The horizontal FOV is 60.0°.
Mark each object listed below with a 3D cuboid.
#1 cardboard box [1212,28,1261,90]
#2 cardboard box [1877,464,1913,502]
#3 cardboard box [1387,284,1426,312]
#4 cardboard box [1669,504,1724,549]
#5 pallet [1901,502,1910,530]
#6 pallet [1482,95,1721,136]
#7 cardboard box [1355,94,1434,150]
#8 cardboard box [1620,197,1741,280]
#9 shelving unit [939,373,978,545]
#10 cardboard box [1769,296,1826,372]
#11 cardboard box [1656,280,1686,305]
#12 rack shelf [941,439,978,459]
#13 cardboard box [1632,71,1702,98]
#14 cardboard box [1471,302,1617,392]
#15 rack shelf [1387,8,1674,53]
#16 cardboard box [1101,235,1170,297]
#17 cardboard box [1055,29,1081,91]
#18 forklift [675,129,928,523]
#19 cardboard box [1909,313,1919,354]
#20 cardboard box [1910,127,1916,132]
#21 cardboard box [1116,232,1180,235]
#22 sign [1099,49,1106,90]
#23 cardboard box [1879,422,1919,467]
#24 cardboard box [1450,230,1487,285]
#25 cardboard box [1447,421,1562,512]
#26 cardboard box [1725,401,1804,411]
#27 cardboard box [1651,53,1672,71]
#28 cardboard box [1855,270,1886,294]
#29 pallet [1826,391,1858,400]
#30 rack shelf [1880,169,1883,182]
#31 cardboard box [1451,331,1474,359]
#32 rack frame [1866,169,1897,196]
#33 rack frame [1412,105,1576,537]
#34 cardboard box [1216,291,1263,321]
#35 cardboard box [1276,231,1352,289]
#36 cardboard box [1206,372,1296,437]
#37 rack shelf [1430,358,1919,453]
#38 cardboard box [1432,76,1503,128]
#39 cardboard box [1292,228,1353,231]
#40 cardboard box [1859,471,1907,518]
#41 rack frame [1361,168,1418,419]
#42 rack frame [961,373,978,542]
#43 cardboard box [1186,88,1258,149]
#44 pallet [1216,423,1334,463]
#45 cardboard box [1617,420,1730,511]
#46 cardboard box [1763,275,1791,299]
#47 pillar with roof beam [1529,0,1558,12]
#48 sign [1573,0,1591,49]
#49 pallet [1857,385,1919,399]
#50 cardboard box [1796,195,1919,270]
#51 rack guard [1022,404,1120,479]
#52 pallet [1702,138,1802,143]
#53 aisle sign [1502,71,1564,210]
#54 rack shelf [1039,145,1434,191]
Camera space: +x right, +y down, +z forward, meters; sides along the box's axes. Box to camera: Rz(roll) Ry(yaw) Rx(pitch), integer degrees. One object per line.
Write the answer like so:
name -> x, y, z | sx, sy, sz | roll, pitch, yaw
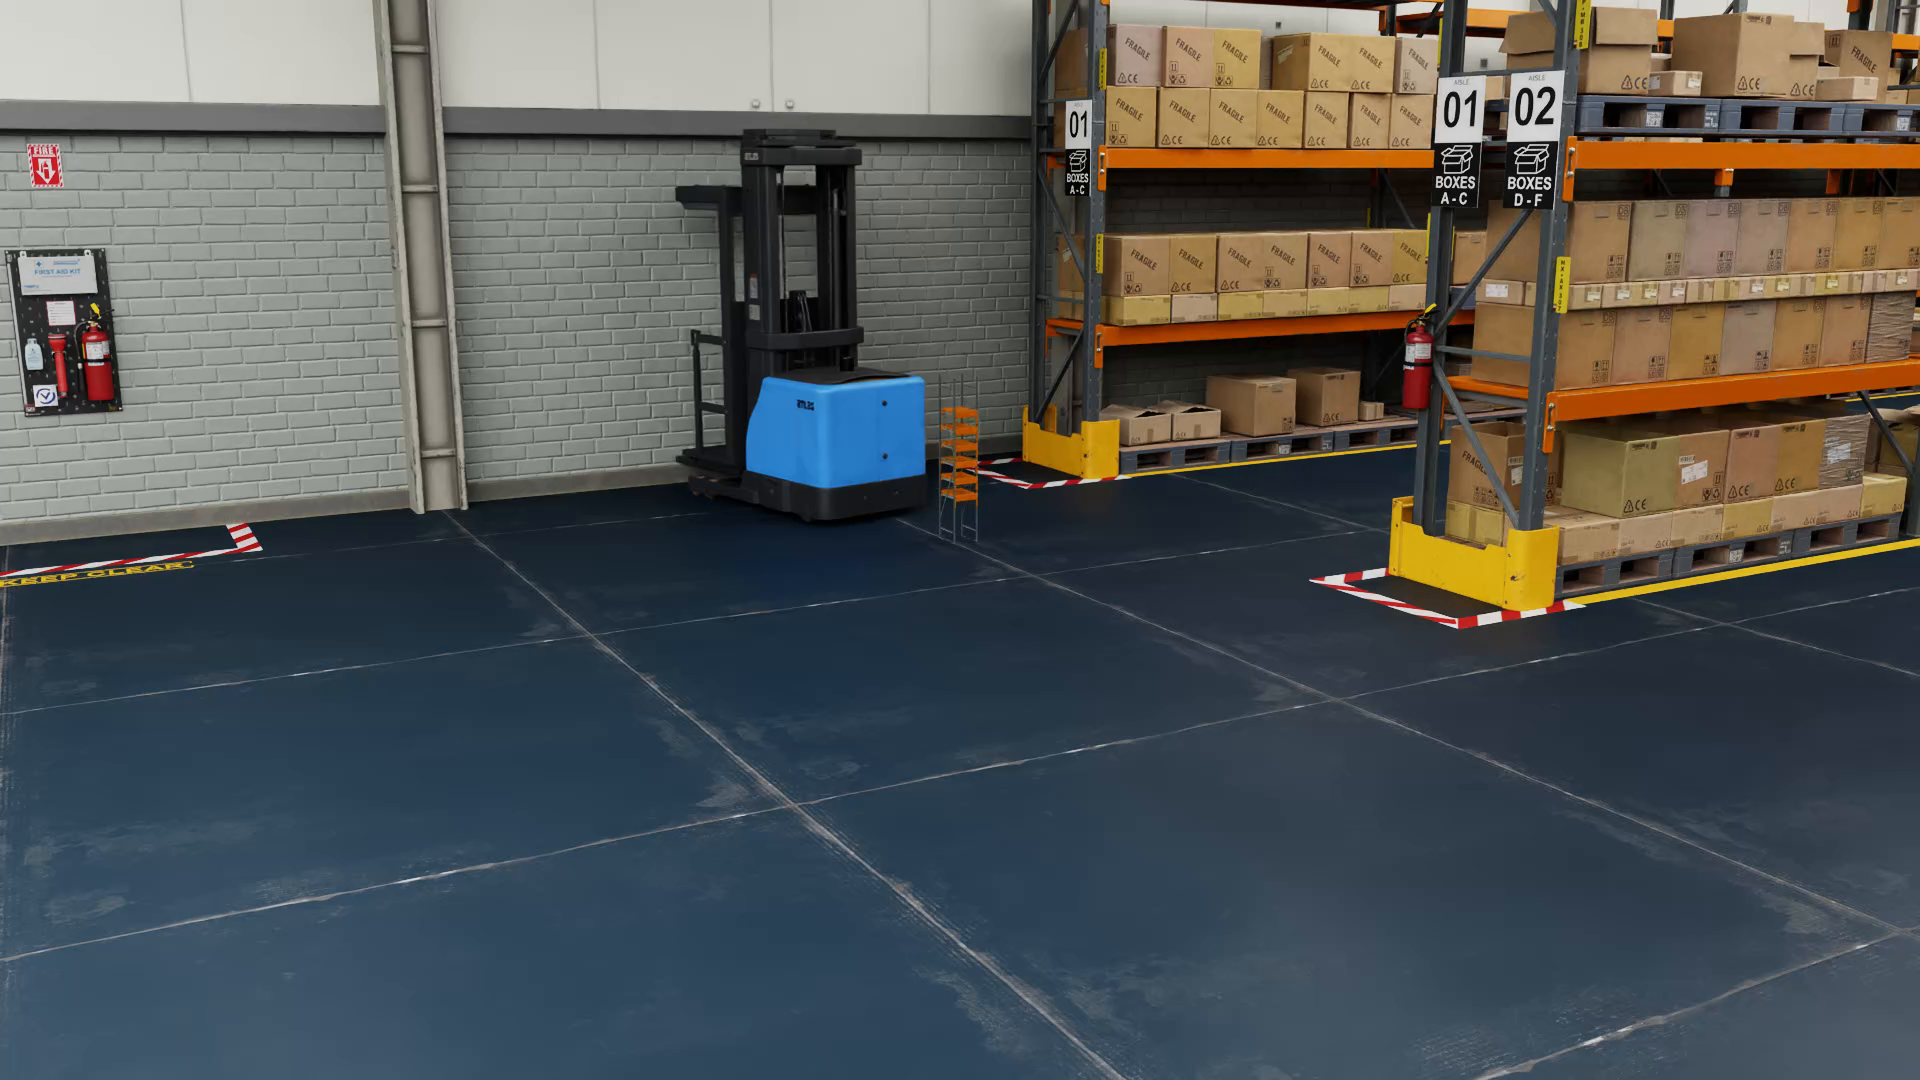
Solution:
cardboard box -> 2.282, -4.211, 14.608 | 0.500, 0.500, 0.500 | -6, 14, -26
cardboard box -> 7.279, -0.434, 12.510 | 0.500, 0.250, 0.500 | -7, 15, -29
cardboard box -> 4.159, -2.358, 16.051 | 0.500, 0.250, 0.500 | -7, 14, -28
cardboard box -> 4.749, -0.137, 11.194 | 0.500, 0.250, 0.500 | -7, 14, -28
pallet -> 7.435, -0.300, 12.962 | 1.213, 0.211, 1.003 | -7, 14, -28
pallet -> 3.929, -2.644, 10.397 | 1.213, 0.211, 1.003 | -7, 14, -28
cardboard box -> 4.103, -3.951, 15.727 | 0.500, 0.500, 0.500 | -6, 14, -26
cardboard box -> 4.659, -1.998, 10.973 | 0.500, 0.500, 0.700 | -7, 14, -28
shelving unit -> -0.013, -0.584, 11.971 | 0.189, 1.200, 0.258 | -7, 14, -28
cardboard box -> 5.518, -1.468, 11.571 | 0.500, 0.500, 0.700 | -7, 14, -27
cardboard box -> 4.416, -1.600, 10.682 | 0.250, 0.149, 0.380 | -7, 14, -29
rack shelf -> -0.013, -0.658, 11.954 | 0.180, 0.103, 0.258 | -7, 14, -28
cardboard box -> 4.413, -2.858, 10.444 | 0.250, 0.149, 0.380 | -7, 14, -28
cardboard box -> 3.712, -1.250, 10.604 | 0.500, 0.500, 0.700 | -7, 14, -28
rack shelf -> 6.185, -5.121, 16.917 | 4.000, 0.370, 1.077 | -7, 14, -28
cardboard box -> 1.482, -2.404, 14.546 | 0.500, 0.500, 0.500 | -7, 14, -28
cardboard box -> 1.172, -4.214, 14.621 | 0.500, 0.500, 0.500 | -6, 14, -25
forklift -> -1.591, -1.826, 13.548 | 1.130, 2.935, 3.031 | -11, 16, -39
cardboard box -> 7.218, -1.563, 12.562 | 0.500, 0.250, 0.500 | -6, 14, -24
cardboard box -> 11.940, -5.132, 20.408 | 0.500, 0.250, 0.500 | -7, 14, -27
cardboard box -> 1.677, -2.553, 15.209 | 0.500, 0.500, 0.500 | -7, 14, -27
sign -> 1.179, -3.894, 13.758 | 0.005, 0.325, 0.100 | -7, 14, -28
cardboard box -> 7.289, -0.708, 12.452 | 0.500, 0.311, 0.500 | -7, 14, -28
cardboard box -> 4.893, -2.840, 16.667 | 0.500, 0.500, 0.700 | -7, 14, -28
cardboard box -> 3.624, -0.498, 11.087 | 0.500, 0.500, 0.500 | -7, 14, -28
cardboard box -> 5.815, -0.762, 12.262 | 0.500, 0.500, 0.500 | -7, 14, -28
cardboard box -> 4.668, -3.078, 11.051 | 0.500, 0.311, 0.500 | -5, 14, -21
cardboard box -> 6.224, -1.817, 11.647 | 0.250, 0.149, 0.380 | -7, 15, -30
pallet -> 9.738, -1.786, 19.564 | 1.213, 0.211, 1.003 | -7, 14, -28
rack shelf -> 13.207, -4.694, 20.942 | 4.000, 0.370, 1.077 | -7, 14, -28
cardboard box -> 5.453, -2.018, 17.229 | 0.500, 0.250, 0.500 | -7, 15, -29
rack frame -> 11.452, -3.371, 20.258 | 0.127, 3.000, 1.000 | -7, 14, -28
rack frame -> 3.296, -1.155, 10.408 | 0.127, 3.000, 1.000 | -7, 14, -28
cardboard box -> 2.398, -2.145, 15.107 | 0.500, 0.250, 0.500 | -7, 15, -29
cardboard box -> 3.281, -2.618, 15.500 | 0.500, 0.500, 0.500 | -7, 15, -29
cardboard box -> 2.738, -1.287, 15.687 | 0.500, 0.500, 0.700 | -8, 15, -31
rack shelf -> 5.051, -1.014, 11.422 | 4.000, 0.370, 1.077 | -7, 14, -28
cardboard box -> 4.948, -4.289, 16.319 | 0.500, 0.500, 0.500 | -5, 13, -20
cardboard box -> 3.461, -2.769, 16.171 | 0.500, 0.500, 0.500 | -7, 14, -28
cardboard box -> 6.504, -0.348, 12.130 | 0.500, 0.250, 0.500 | -7, 14, -28
rack frame -> 4.430, -2.530, 16.518 | 0.127, 3.000, 1.000 | -7, 14, -28
rack frame -> 0.068, -0.593, 12.013 | 0.006, 1.200, 0.240 | -7, 14, -28
cardboard box -> 2.275, -3.723, 14.715 | 0.500, 0.500, 0.500 | -6, 14, -25
pallet -> 2.785, -0.963, 15.906 | 1.213, 0.211, 1.003 | -7, 14, -28
cardboard box -> 4.744, -0.506, 11.122 | 0.500, 0.500, 0.500 | -7, 14, -28
cardboard box -> 5.324, -1.709, 11.166 | 0.250, 0.149, 0.380 | -6, 14, -26
pillar with roof beam -> 8.448, -5.078, 14.176 | 0.400, 9.000, 9.100 | -7, 14, -28
sign -> 3.556, -2.976, 9.496 | 0.005, 0.325, 0.100 | -7, 14, -28
pallet -> 10.811, -1.915, 20.139 | 1.213, 0.211, 1.003 | -7, 14, -28
cardboard box -> 6.420, -2.209, 11.912 | 0.500, 0.500, 0.700 | -7, 14, -28
rack guard -> 0.986, -0.897, 14.958 | 0.348, 0.500, 1.175 | -7, 14, -28
pallet -> 8.481, -4.400, 18.426 | 1.003, 0.211, 1.213 | -6, 14, -25
aisle sign -> 3.385, -2.357, 9.830 | 0.004, 0.787, 0.394 | -7, 14, -28
rack shelf -> 2.674, -3.432, 15.333 | 4.000, 0.370, 1.077 | -7, 14, -28
